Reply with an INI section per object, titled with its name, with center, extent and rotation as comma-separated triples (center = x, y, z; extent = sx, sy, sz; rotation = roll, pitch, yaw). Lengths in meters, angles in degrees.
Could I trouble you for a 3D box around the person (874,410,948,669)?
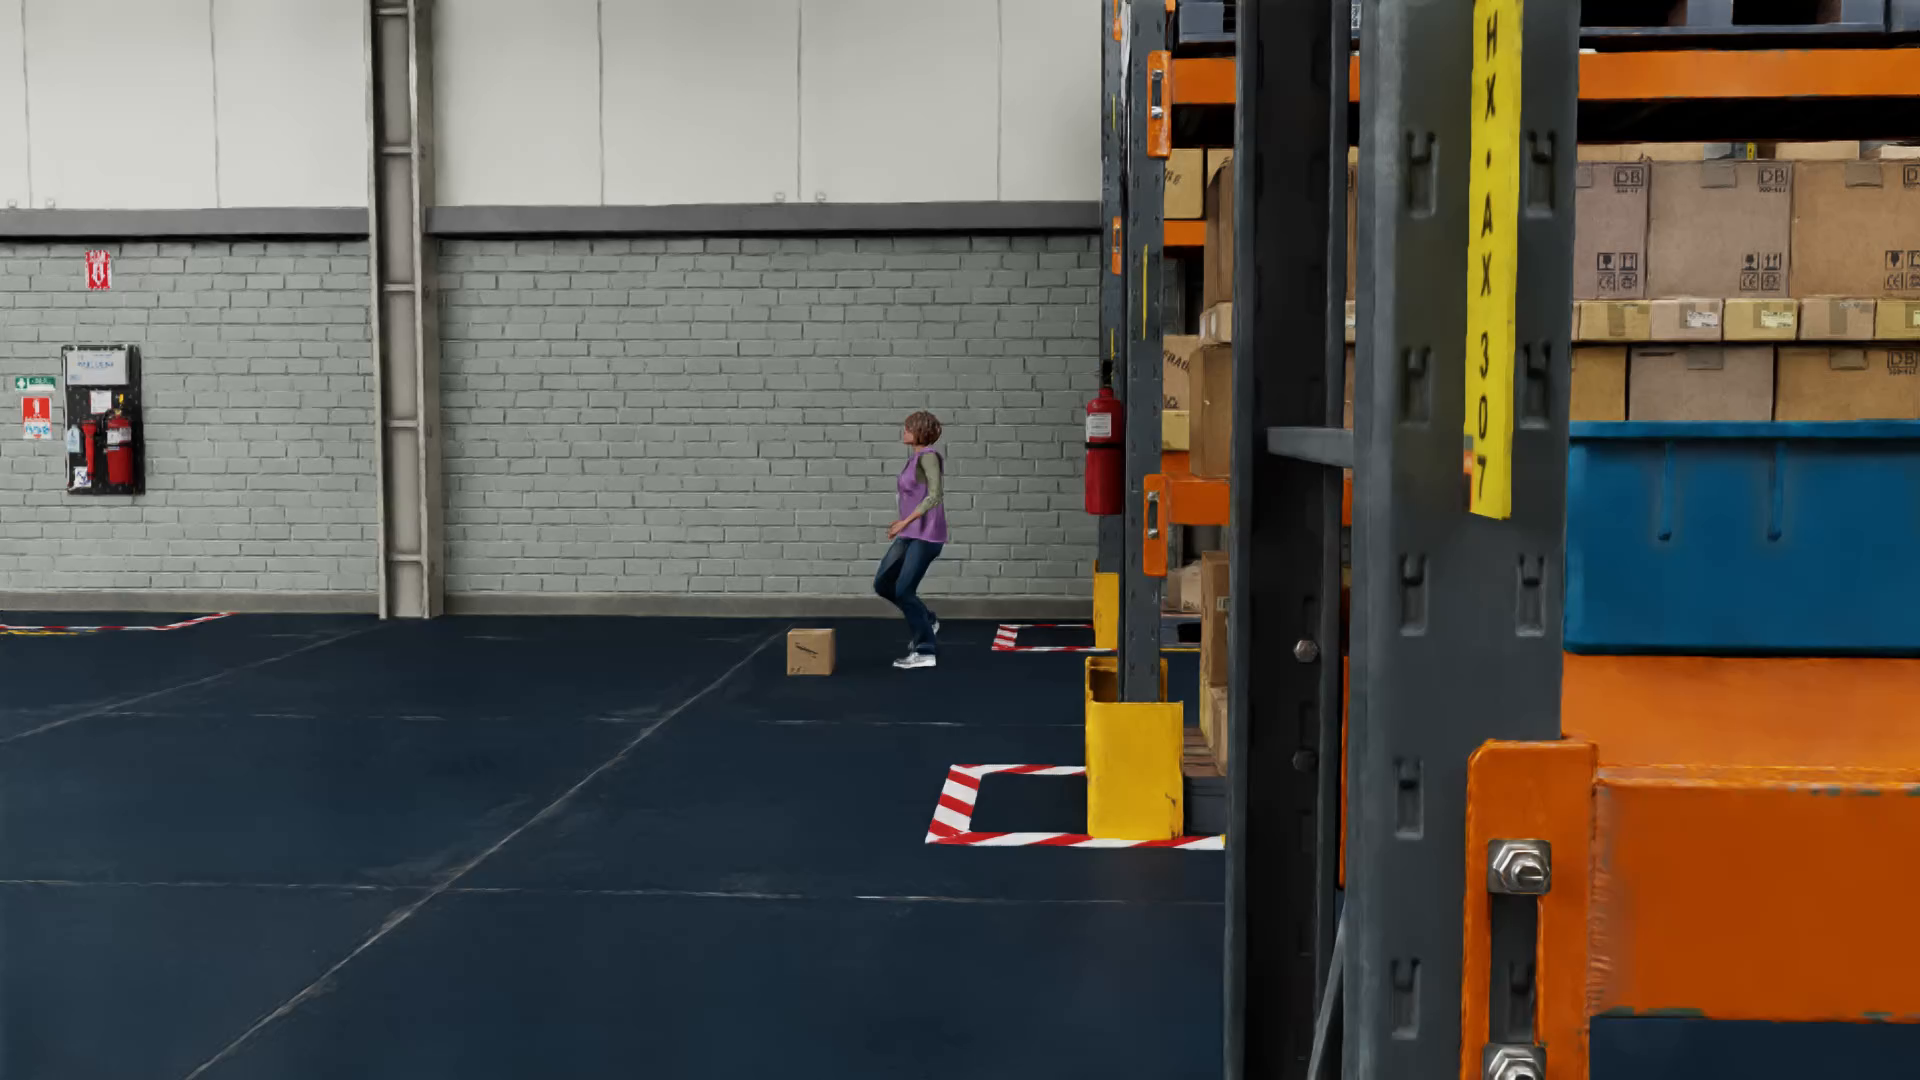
[person]
center = -0.277, 0.000, 10.081
extent = 0.439, 1.567, 0.585
rotation = -1, 5, -18
